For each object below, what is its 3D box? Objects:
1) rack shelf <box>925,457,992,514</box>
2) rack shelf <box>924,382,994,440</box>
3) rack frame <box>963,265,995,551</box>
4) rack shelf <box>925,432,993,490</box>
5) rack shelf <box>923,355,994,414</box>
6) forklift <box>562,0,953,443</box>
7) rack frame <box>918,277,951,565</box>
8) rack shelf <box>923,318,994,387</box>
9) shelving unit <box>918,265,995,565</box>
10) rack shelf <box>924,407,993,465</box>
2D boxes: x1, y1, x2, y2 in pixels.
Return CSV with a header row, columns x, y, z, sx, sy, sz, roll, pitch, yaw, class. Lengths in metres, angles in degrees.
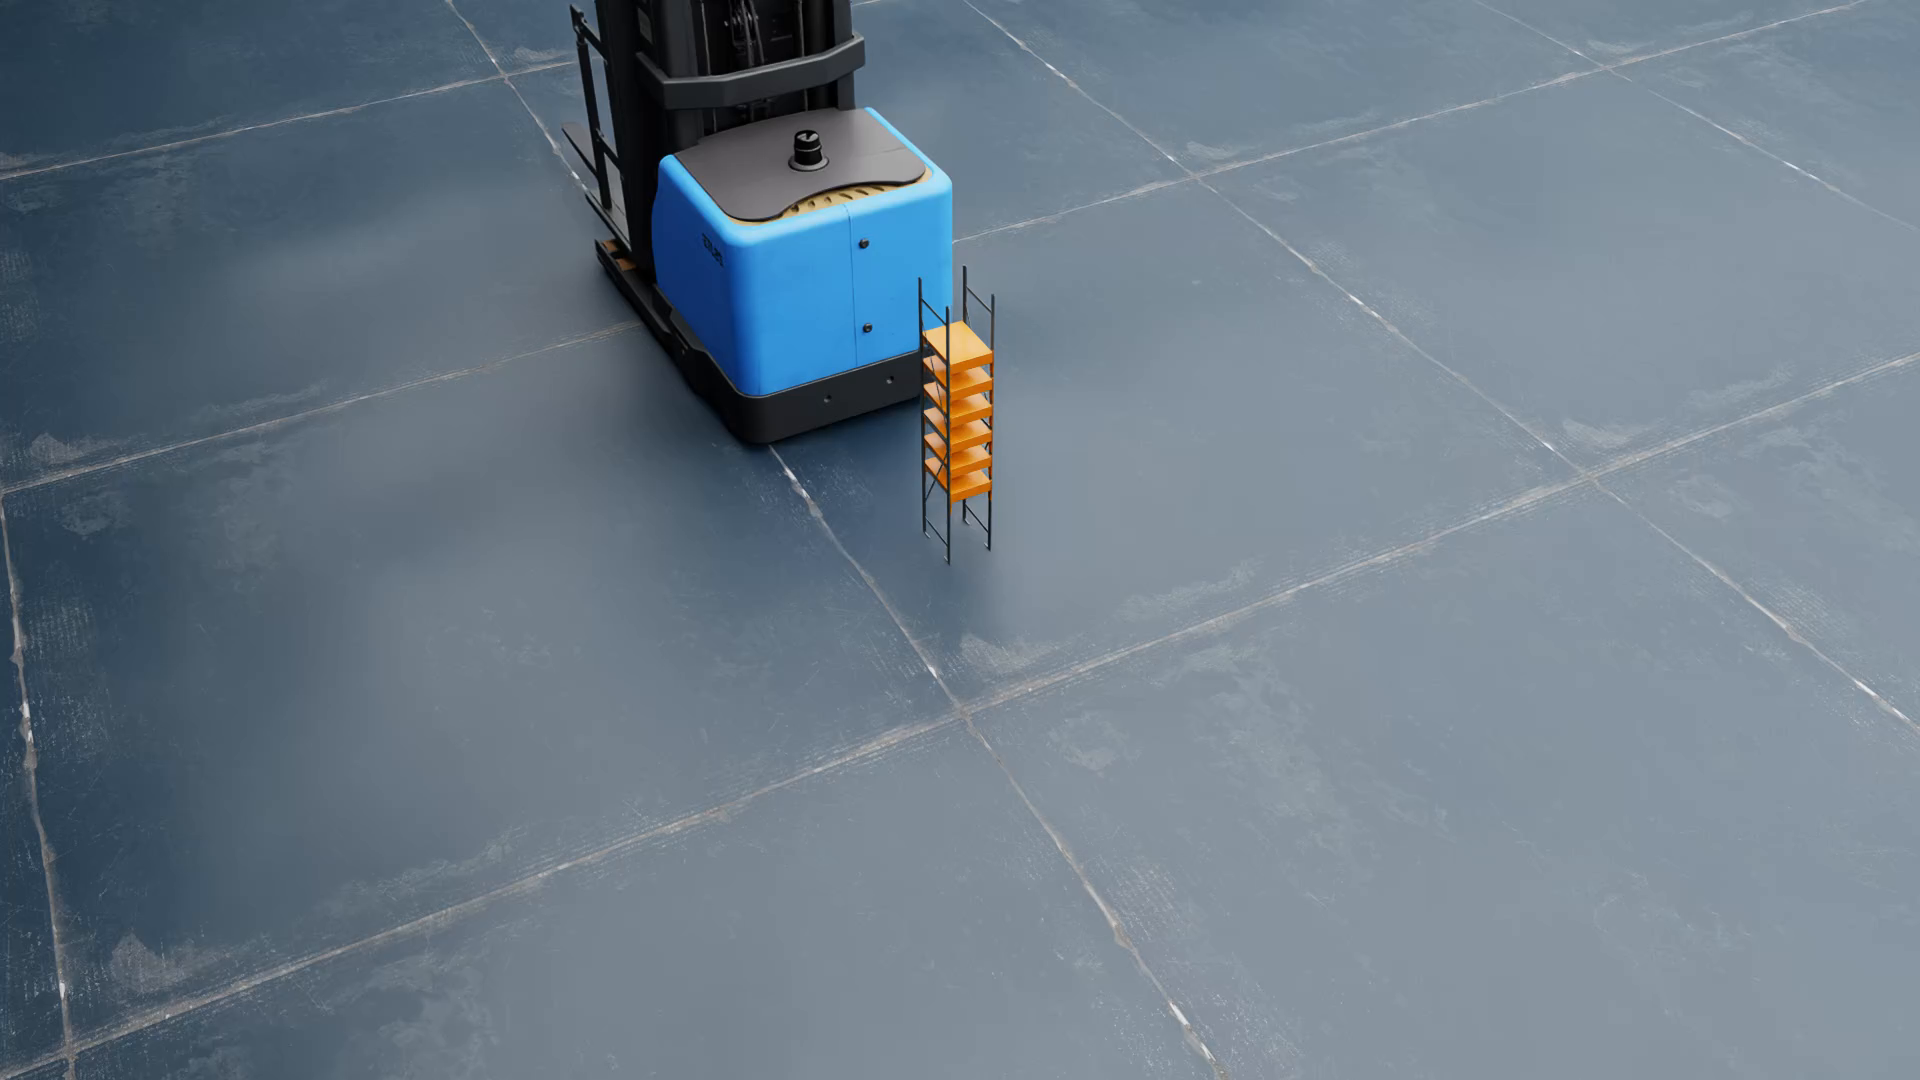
x,y,z,sx,sy,sz,roll,pitch,yaw,class
-0.013,-0.237,6.541,0.180,0.103,0.258,-19,44,-21,rack shelf
-0.013,-0.511,6.308,0.180,0.103,0.258,-19,44,-21,rack shelf
0.068,-0.481,6.390,0.006,1.200,0.240,-19,44,-21,rack frame
-0.013,-0.328,6.463,0.180,0.103,0.258,-19,44,-21,rack shelf
-0.013,-0.603,6.231,0.180,0.103,0.258,-19,44,-21,rack shelf
-1.161,-2.474,7.404,1.130,2.935,3.031,-19,44,-21,forklift
-0.094,-0.426,6.325,0.006,1.200,0.240,-19,44,-21,rack frame
-0.013,-0.694,6.153,0.180,0.103,0.258,-19,44,-21,rack shelf
-0.013,-0.454,6.357,0.189,1.200,0.258,-19,44,-21,shelving unit
-0.013,-0.420,6.386,0.180,0.103,0.258,-19,44,-21,rack shelf
